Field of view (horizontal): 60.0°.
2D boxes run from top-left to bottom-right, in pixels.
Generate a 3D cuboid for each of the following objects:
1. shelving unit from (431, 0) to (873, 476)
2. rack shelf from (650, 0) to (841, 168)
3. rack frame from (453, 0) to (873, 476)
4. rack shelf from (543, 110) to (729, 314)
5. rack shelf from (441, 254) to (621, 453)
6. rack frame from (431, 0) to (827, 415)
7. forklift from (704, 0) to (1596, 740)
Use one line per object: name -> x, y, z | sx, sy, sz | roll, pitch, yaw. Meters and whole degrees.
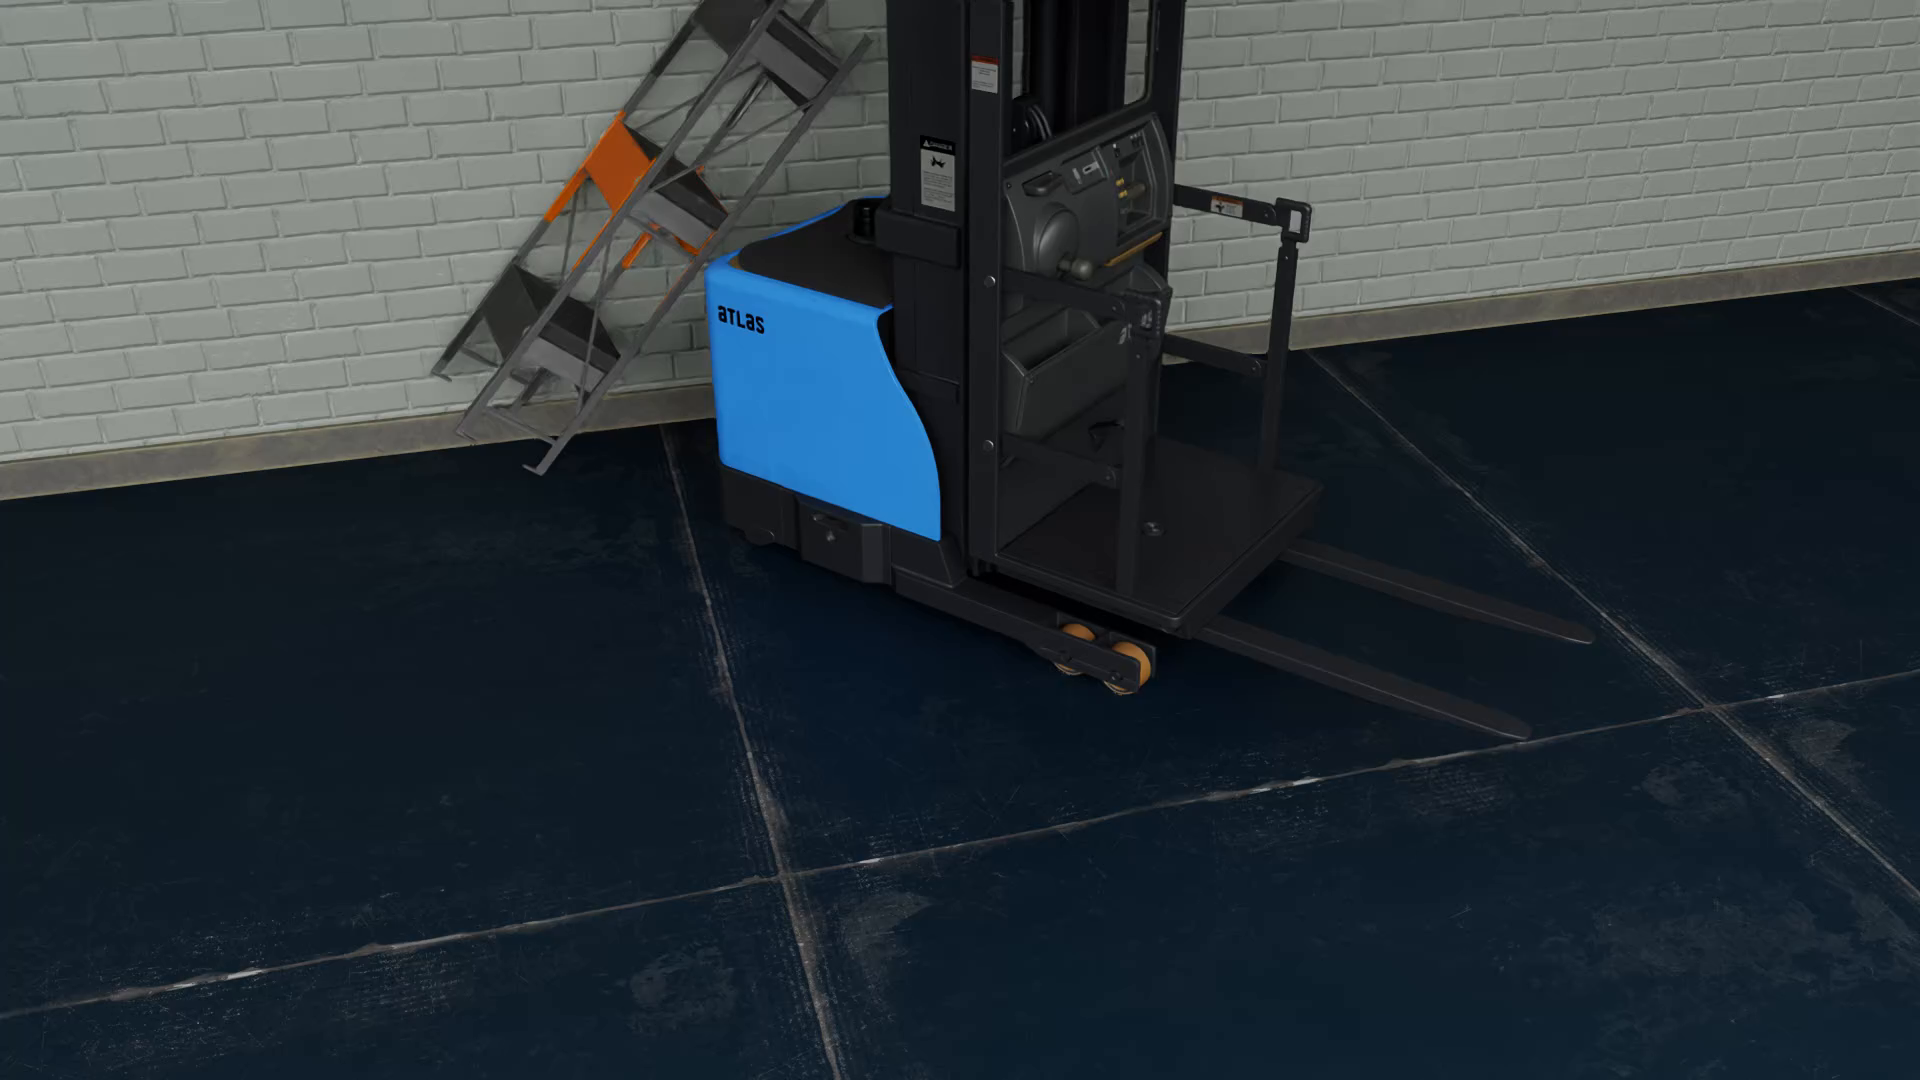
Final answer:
shelving unit -> -1.211, -1.248, 6.348 | 0.431, 2.100, 0.503 | 30, 15, -40
rack shelf -> -0.779, -1.763, 6.208 | 0.431, 0.518, 0.480 | 30, 15, -40
rack frame -> -1.111, -1.116, 6.168 | 0.400, 2.100, 0.015 | 30, 15, -40
rack shelf -> -1.220, -1.238, 6.350 | 0.431, 0.518, 0.480 | 30, 15, -40
rack shelf -> -1.660, -0.713, 6.492 | 0.431, 0.518, 0.480 | 30, 15, -40
rack frame -> -1.311, -1.380, 6.527 | 0.400, 2.100, 0.015 | 30, 15, -40
forklift -> 0.591, -1.072, 5.176 | 3.031, 2.935, 1.130 | 19, 35, 30
